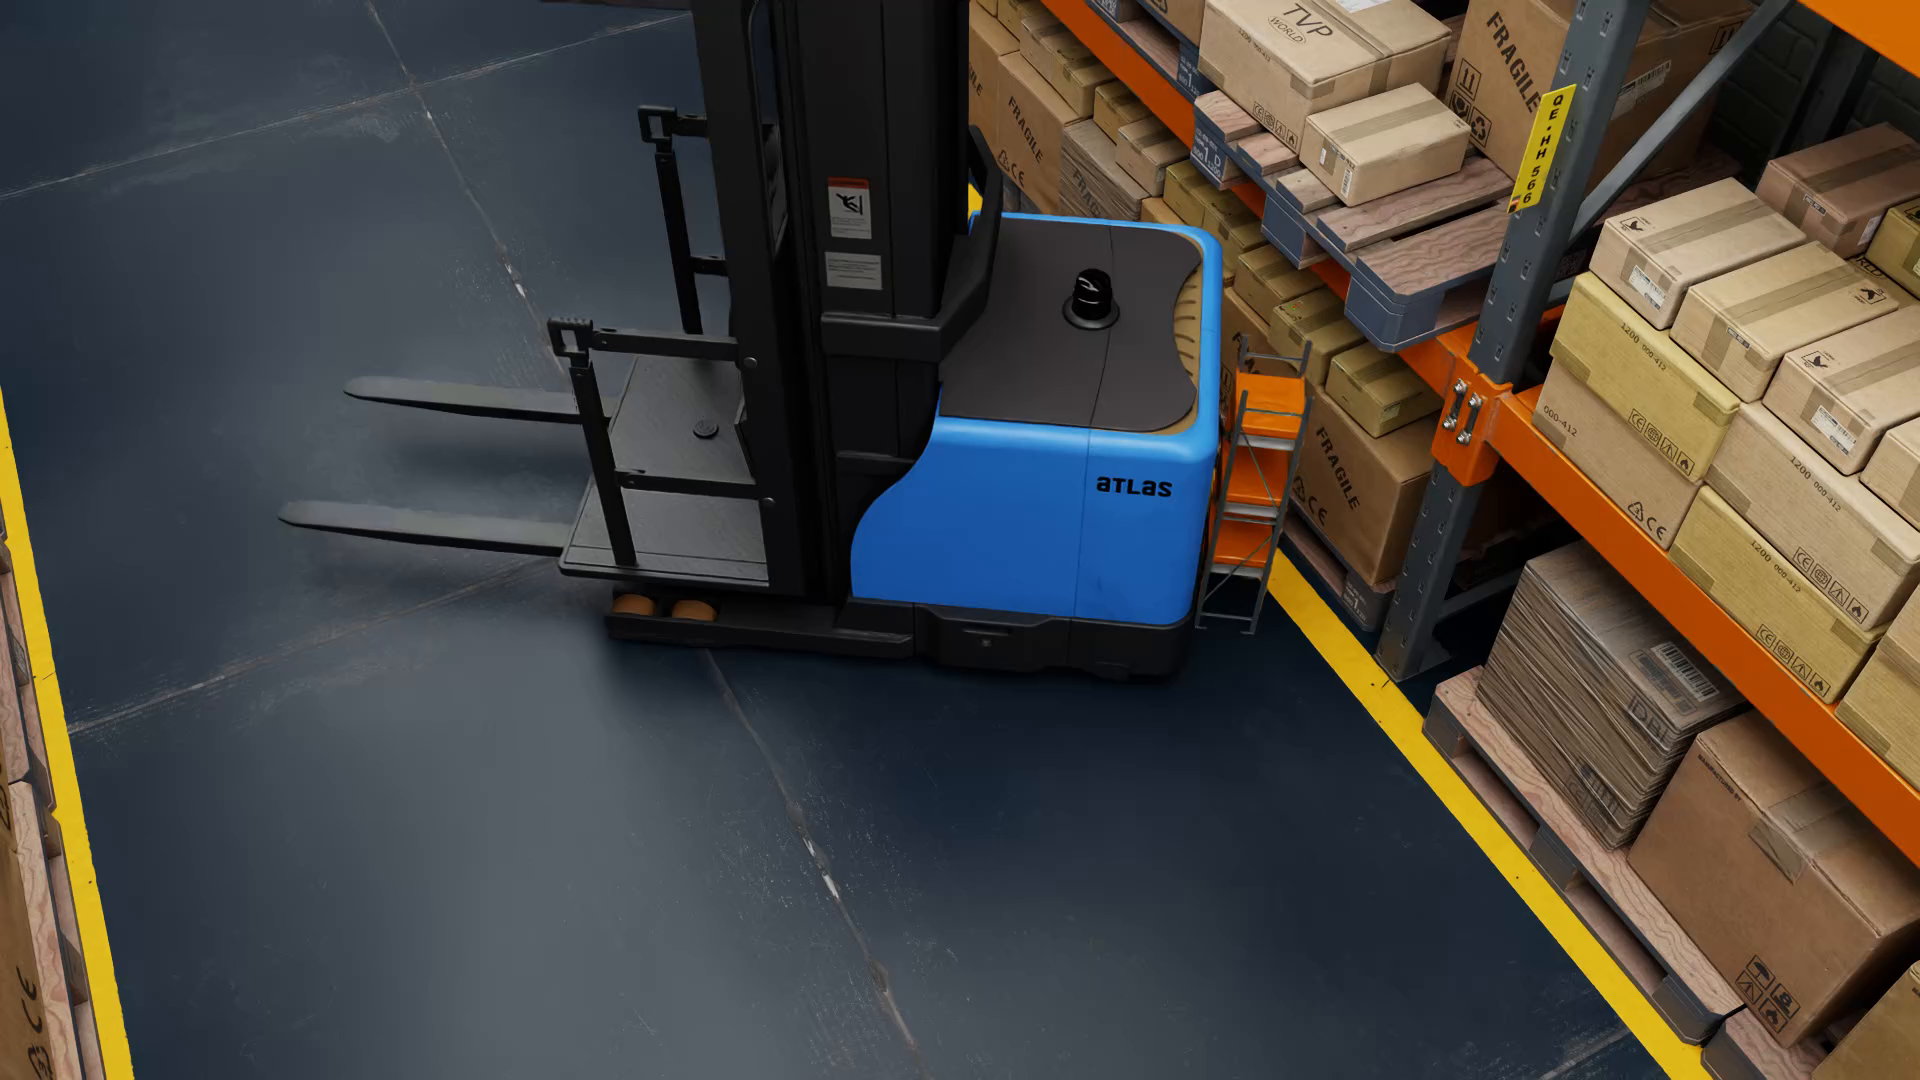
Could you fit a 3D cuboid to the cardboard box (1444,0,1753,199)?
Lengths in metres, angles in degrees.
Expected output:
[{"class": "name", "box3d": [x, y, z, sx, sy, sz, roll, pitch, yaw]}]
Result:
[{"class": "cardboard box", "box3d": [1.720, -1.304, 4.552, 0.500, 0.500, 0.500, -19, 51, -16]}]

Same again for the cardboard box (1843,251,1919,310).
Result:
[{"class": "cardboard box", "box3d": [2.269, -0.644, 4.088, 0.500, 0.250, 0.500, -20, 52, -17]}]

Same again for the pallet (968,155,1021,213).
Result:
[{"class": "pallet", "box3d": [0.392, -1.962, 7.326, 1.003, 0.211, 1.213, -21, 52, -18]}]

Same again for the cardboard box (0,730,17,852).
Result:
[{"class": "cardboard box", "box3d": [-3.242, 0.450, 4.496, 0.875, 0.875, 0.875, -21, 52, -17]}]

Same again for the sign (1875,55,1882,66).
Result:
[{"class": "sign", "box3d": [2.308, -1.309, 4.133, 0.100, 0.325, 0.005, -21, 52, -18]}]

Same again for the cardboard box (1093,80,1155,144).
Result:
[{"class": "cardboard box", "box3d": [0.716, -1.585, 6.095, 0.380, 0.149, 0.250, -21, 52, -17]}]

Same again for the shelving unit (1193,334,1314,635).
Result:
[{"class": "shelving unit", "box3d": [0.899, -0.146, 5.171, 0.215, 1.050, 0.252, 7, 47, 4]}]

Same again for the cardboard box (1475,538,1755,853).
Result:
[{"class": "cardboard box", "box3d": [2.089, 0.332, 4.766, 0.875, 0.625, 0.625, -20, 52, -16]}]

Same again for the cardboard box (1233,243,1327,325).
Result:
[{"class": "cardboard box", "box3d": [1.131, -0.870, 5.469, 0.380, 0.149, 0.250, -23, 53, -19]}]

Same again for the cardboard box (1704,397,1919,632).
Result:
[{"class": "cardboard box", "box3d": [2.030, -0.133, 3.641, 0.500, 0.250, 0.500, -20, 52, -16]}]

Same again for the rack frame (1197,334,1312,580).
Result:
[{"class": "rack frame", "box3d": [0.915, -0.235, 5.253, 0.200, 1.050, 0.008, 7, 47, 4]}]

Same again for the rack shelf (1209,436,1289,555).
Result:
[{"class": "rack shelf", "box3d": [0.899, -0.139, 5.179, 0.215, 0.259, 0.240, 7, 47, 4]}]

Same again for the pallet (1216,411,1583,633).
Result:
[{"class": "pallet", "box3d": [1.508, -0.329, 5.897, 1.003, 0.211, 1.213, -21, 52, -18]}]

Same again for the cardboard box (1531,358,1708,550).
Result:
[{"class": "cardboard box", "box3d": [1.802, -0.304, 4.122, 0.500, 0.250, 0.500, -21, 52, -17]}]

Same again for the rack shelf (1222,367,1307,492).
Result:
[{"class": "rack shelf", "box3d": [0.908, -0.331, 4.970, 0.215, 0.259, 0.240, 7, 47, 4]}]

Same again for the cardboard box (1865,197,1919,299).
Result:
[{"class": "cardboard box", "box3d": [2.364, -0.696, 3.868, 0.380, 0.149, 0.250, -20, 52, -17]}]

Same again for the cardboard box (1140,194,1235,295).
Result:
[{"class": "cardboard box", "box3d": [0.970, -0.946, 5.966, 0.500, 0.500, 0.500, -19, 52, -16]}]

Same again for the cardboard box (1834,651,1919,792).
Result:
[{"class": "cardboard box", "box3d": [2.270, 0.377, 3.527, 0.500, 0.250, 0.500, -23, 53, -19]}]

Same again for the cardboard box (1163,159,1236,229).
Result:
[{"class": "cardboard box", "box3d": [0.936, -1.229, 5.783, 0.380, 0.149, 0.250, -22, 52, -18]}]

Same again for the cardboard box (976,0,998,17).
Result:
[{"class": "cardboard box", "box3d": [0.236, -2.282, 6.704, 0.380, 0.149, 0.250, -24, 53, -19]}]

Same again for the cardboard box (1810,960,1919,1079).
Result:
[{"class": "cardboard box", "box3d": [2.704, 1.217, 3.992, 0.875, 0.625, 0.625, -23, 53, -19]}]

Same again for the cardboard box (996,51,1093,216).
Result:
[{"class": "cardboard box", "box3d": [0.484, -1.637, 6.570, 0.500, 0.500, 0.500, -23, 53, -19]}]

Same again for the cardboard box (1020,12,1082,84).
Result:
[{"class": "cardboard box", "box3d": [0.455, -1.923, 6.390, 0.380, 0.149, 0.250, -21, 52, -18]}]

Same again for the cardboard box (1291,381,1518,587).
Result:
[{"class": "cardboard box", "box3d": [1.432, -0.258, 5.365, 0.500, 0.500, 0.500, -20, 52, -16]}]

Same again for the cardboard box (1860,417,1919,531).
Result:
[{"class": "cardboard box", "box3d": [2.095, -0.154, 3.394, 0.380, 0.149, 0.250, -21, 52, -17]}]

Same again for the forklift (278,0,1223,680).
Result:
[{"class": "forklift", "box3d": [-0.725, -1.006, 4.682, 3.031, 2.935, 1.130, 5, 49, 4]}]

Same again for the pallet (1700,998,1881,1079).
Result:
[{"class": "pallet", "box3d": [2.712, 1.564, 4.242, 1.003, 0.211, 1.213, -21, 52, -18]}]

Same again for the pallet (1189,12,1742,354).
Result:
[{"class": "pallet", "box3d": [1.444, -1.100, 4.847, 1.213, 0.211, 1.003, -21, 52, -18]}]

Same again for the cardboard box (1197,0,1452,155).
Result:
[{"class": "cardboard box", "box3d": [1.046, -1.418, 4.818, 0.500, 0.250, 0.500, -23, 53, -19]}]

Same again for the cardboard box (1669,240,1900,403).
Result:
[{"class": "cardboard box", "box3d": [1.823, -0.488, 3.686, 0.380, 0.149, 0.250, -20, 52, -17]}]

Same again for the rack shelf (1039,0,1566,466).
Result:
[{"class": "rack shelf", "box3d": [0.901, -1.836, 5.841, 1.077, 0.370, 4.000, -21, 52, -18]}]

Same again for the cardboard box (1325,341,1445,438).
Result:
[{"class": "cardboard box", "box3d": [1.365, -0.506, 5.151, 0.380, 0.149, 0.250, -24, 53, -19]}]

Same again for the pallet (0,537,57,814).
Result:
[{"class": "pallet", "box3d": [-3.444, 0.527, 5.149, 1.003, 0.211, 1.213, -21, 52, -18]}]
